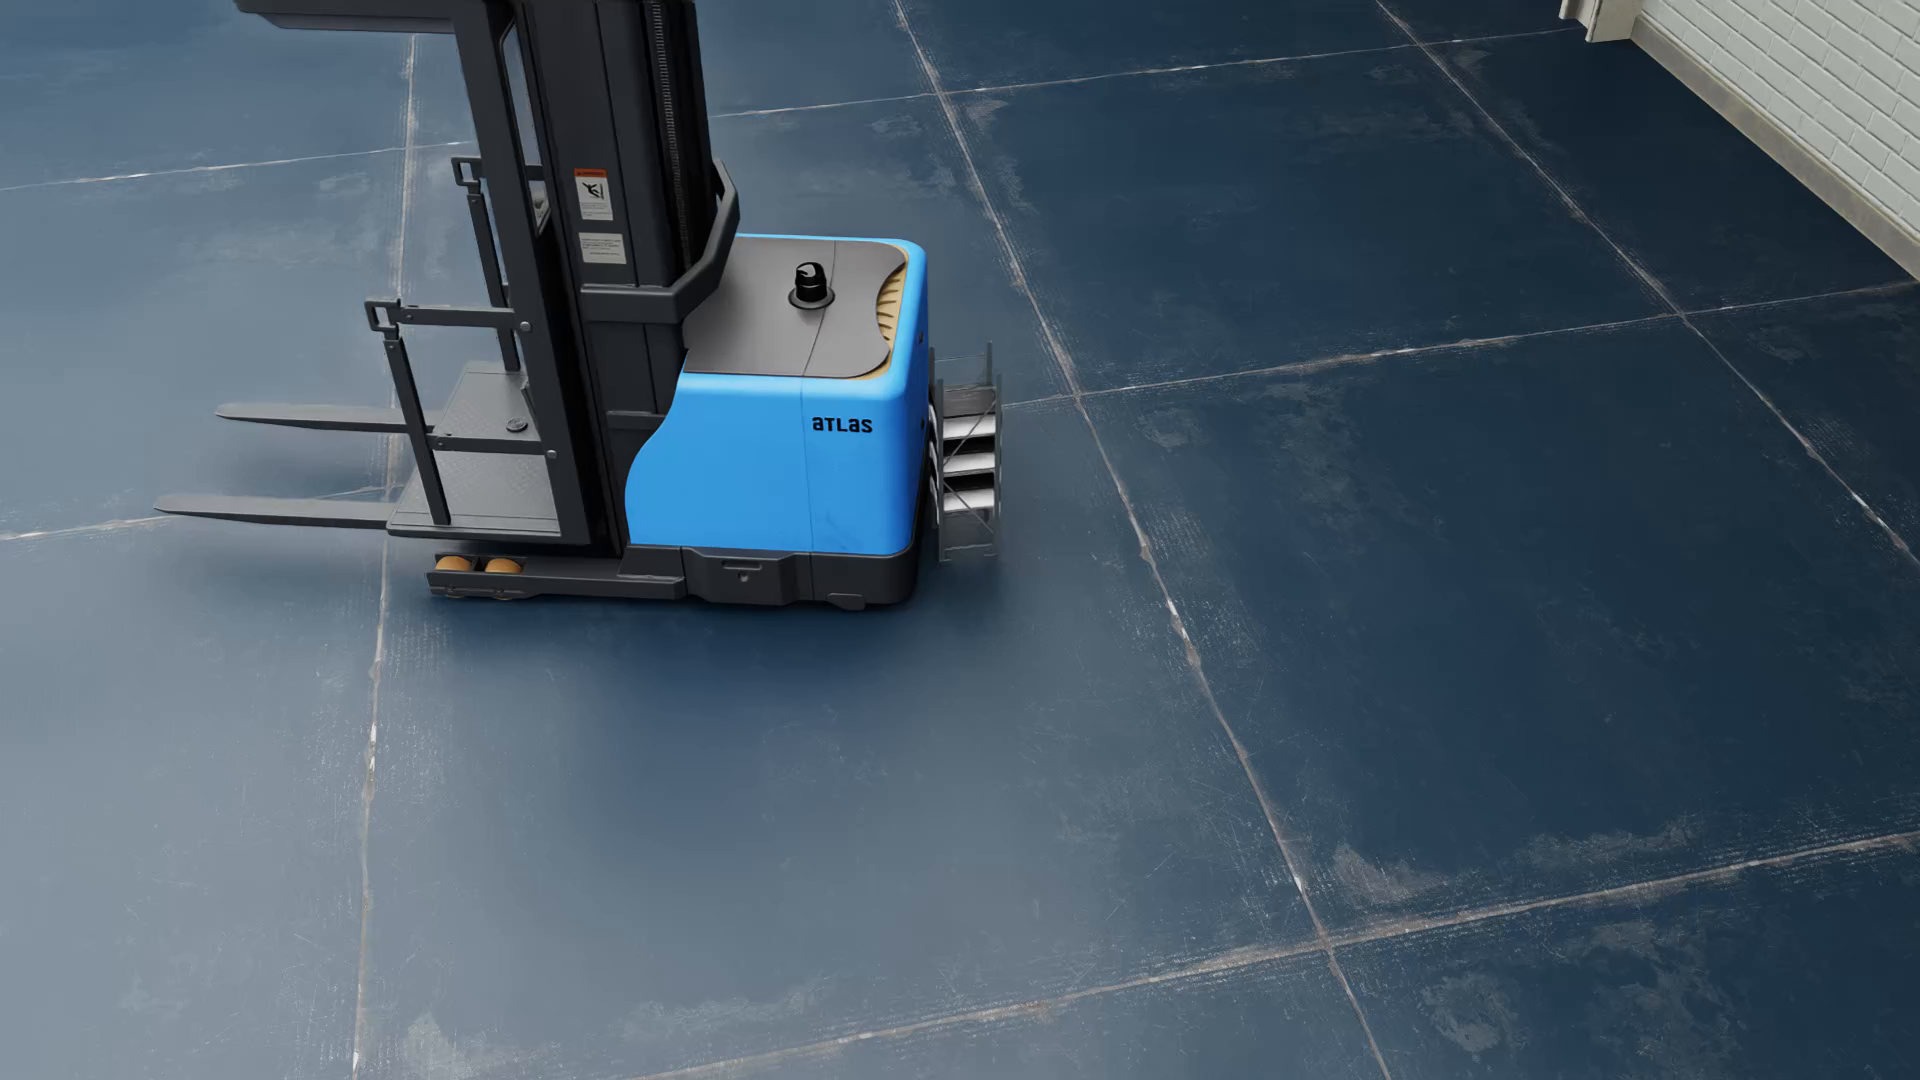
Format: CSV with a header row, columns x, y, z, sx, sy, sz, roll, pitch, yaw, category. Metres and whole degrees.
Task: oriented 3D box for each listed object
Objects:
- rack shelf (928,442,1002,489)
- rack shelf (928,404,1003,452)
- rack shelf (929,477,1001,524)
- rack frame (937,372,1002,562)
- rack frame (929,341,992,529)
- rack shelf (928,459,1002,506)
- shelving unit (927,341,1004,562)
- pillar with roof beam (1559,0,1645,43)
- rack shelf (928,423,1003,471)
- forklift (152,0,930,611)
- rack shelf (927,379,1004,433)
x,y,z,sx,sy,sz,roll,pitch,yaw,category
0.019,-0.305,6.465,0.258,0.077,0.200,-6,42,-7,rack shelf
0.019,-0.439,6.346,0.258,0.077,0.200,-6,42,-7,rack shelf
0.019,-0.170,6.585,0.258,0.077,0.200,-6,42,-7,rack shelf
0.035,-0.263,6.368,0.240,0.900,0.006,-6,42,-7,rack frame
0.002,-0.396,6.518,0.240,0.900,0.006,-6,42,-7,rack frame
0.019,-0.237,6.525,0.258,0.077,0.200,-6,42,-7,rack shelf
0.019,-0.329,6.443,0.258,0.900,0.210,-6,42,-7,shelving unit
-0.243,-5.944,6.668,9.100,9.000,0.400,-8,42,-9,pillar with roof beam
0.019,-0.372,6.405,0.258,0.077,0.200,-6,42,-7,rack shelf
-1.656,-1.209,5.904,3.031,2.935,1.130,3,42,3,forklift
0.019,-0.507,6.286,0.258,0.077,0.200,-6,42,-7,rack shelf
